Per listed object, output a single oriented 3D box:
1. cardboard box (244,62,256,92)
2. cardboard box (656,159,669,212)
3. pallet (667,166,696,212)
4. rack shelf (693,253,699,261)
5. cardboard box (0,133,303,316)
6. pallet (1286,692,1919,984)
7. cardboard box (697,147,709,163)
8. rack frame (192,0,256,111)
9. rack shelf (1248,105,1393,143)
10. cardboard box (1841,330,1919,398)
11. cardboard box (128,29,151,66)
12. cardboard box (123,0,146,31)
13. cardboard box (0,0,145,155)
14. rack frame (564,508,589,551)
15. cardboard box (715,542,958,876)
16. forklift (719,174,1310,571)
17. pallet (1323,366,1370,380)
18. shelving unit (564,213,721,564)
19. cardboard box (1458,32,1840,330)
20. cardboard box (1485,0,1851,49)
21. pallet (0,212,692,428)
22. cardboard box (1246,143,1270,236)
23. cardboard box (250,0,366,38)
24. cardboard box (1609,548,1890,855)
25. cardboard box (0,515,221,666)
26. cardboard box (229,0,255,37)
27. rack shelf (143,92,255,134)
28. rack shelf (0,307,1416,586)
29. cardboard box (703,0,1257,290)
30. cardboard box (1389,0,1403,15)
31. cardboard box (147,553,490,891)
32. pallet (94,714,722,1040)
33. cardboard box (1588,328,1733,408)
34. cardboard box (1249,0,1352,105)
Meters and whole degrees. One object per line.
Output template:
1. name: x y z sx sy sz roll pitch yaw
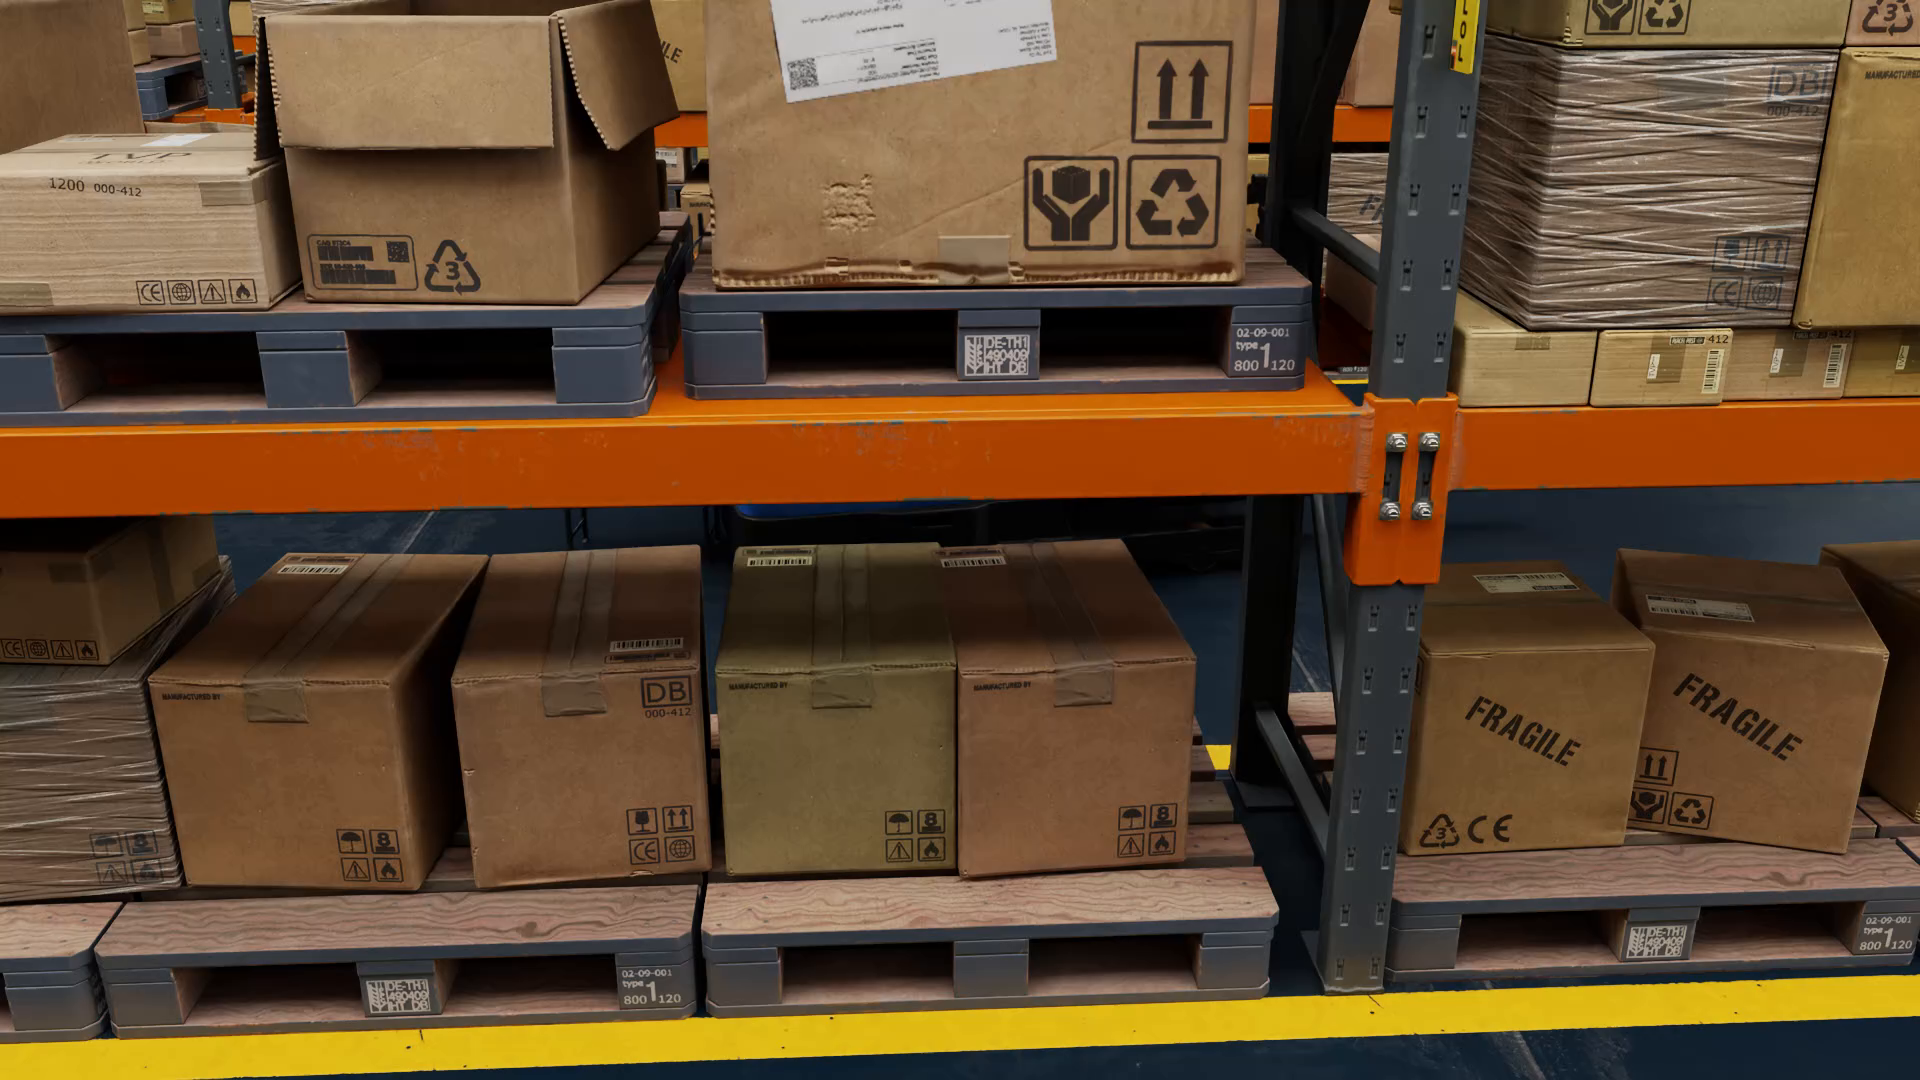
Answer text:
1. cardboard box: -5.329 -3.245 12.826 0.875 0.875 0.875 -1 21 -2
2. cardboard box: -1.874 -1.431 8.236 0.750 0.750 1.050 -1 21 -2
3. pallet: -1.748 -2.779 13.124 1.213 0.211 1.003 -1 21 -3
4. rack shelf: -1.134 -0.886 5.659 0.480 0.148 0.258 1 21 1
5. cardboard box: -1.491 -0.601 3.106 0.500 0.250 0.500 -2 21 -5
6. pallet: 1.484 0.673 4.057 1.213 0.211 1.003 -1 21 -3
7. cardboard box: -1.685 -3.051 13.021 0.625 0.372 0.950 0 21 -1
8. rack frame: -3.360 -2.287 7.912 0.127 3.000 1.000 -1 21 -3
9. rack shelf: 2.630 -2.073 8.360 4.000 0.370 1.077 -1 21 -3
10. cardboard box: 1.795 -0.408 3.330 0.250 0.149 0.380 -1 21 -3
11. cardboard box: -3.826 -2.193 7.427 0.250 0.149 0.380 -1 21 -2
12. cardboard box: -3.827 -2.333 7.378 0.250 0.149 0.380 -1 21 -2
13. cardboard box: -2.089 -0.838 3.376 0.500 0.500 0.700 2 21 5
14. rack frame: -1.378 -0.522 5.805 0.015 1.200 0.240 1 21 1
15. cardboard box: -0.276 0.366 3.838 0.500 0.500 0.700 -1 21 -3
16. forklift: 0.639 -1.441 5.786 3.031 2.935 1.130 -5 21 -12
17. pallet: 1.397 -1.053 8.589 1.213 0.211 1.003 -1 21 -3
18. shelving unit: -1.134 -0.519 5.798 0.503 1.200 0.258 1 21 1
19. cardboard box: 1.268 -0.777 3.388 0.500 0.500 0.875 -1 21 -3
20. cardboard box: 1.279 -1.176 3.030 0.500 0.500 0.500 -1 21 -3
21. pallet: -1.204 -0.488 3.457 1.213 0.211 1.003 -1 21 -3
22. cardboard box: 1.265 -1.559 8.397 0.875 0.875 0.875 -1 21 -2
23. cardboard box: -2.896 -2.247 7.666 0.500 0.500 0.500 -1 21 -2
24. cardboard box: 1.789 0.359 3.884 0.500 0.500 0.500 5 22 14
25. cardboard box: -1.982 0.051 3.613 0.500 0.250 0.500 1 21 3
26. cardboard box: -5.246 -3.850 12.229 0.500 0.250 0.500 -1 21 -4
27. rack shelf: -5.357 -1.910 7.933 4.000 0.370 1.077 -1 21 -3
28. rack shelf: -1.181 -0.227 3.514 4.000 0.370 1.077 -1 21 -3
29. cardboard box: 0.014 -1.114 3.399 1.000 1.000 1.000 -1 21 -3
30. cardboard box: 1.249 -1.364 3.524 0.500 0.500 0.500 -1 21 -3
31. cardboard box: -1.391 0.389 3.778 0.500 0.500 0.700 1 21 1
32. pallet: -1.182 0.741 3.878 1.213 0.211 1.003 -1 21 -3
33. cardboard box: 1.298 -0.385 3.269 0.250 0.149 0.380 -1 21 -3
34. cardboard box: 1.549 -2.469 8.180 0.550 0.550 0.875 -1 21 -3
